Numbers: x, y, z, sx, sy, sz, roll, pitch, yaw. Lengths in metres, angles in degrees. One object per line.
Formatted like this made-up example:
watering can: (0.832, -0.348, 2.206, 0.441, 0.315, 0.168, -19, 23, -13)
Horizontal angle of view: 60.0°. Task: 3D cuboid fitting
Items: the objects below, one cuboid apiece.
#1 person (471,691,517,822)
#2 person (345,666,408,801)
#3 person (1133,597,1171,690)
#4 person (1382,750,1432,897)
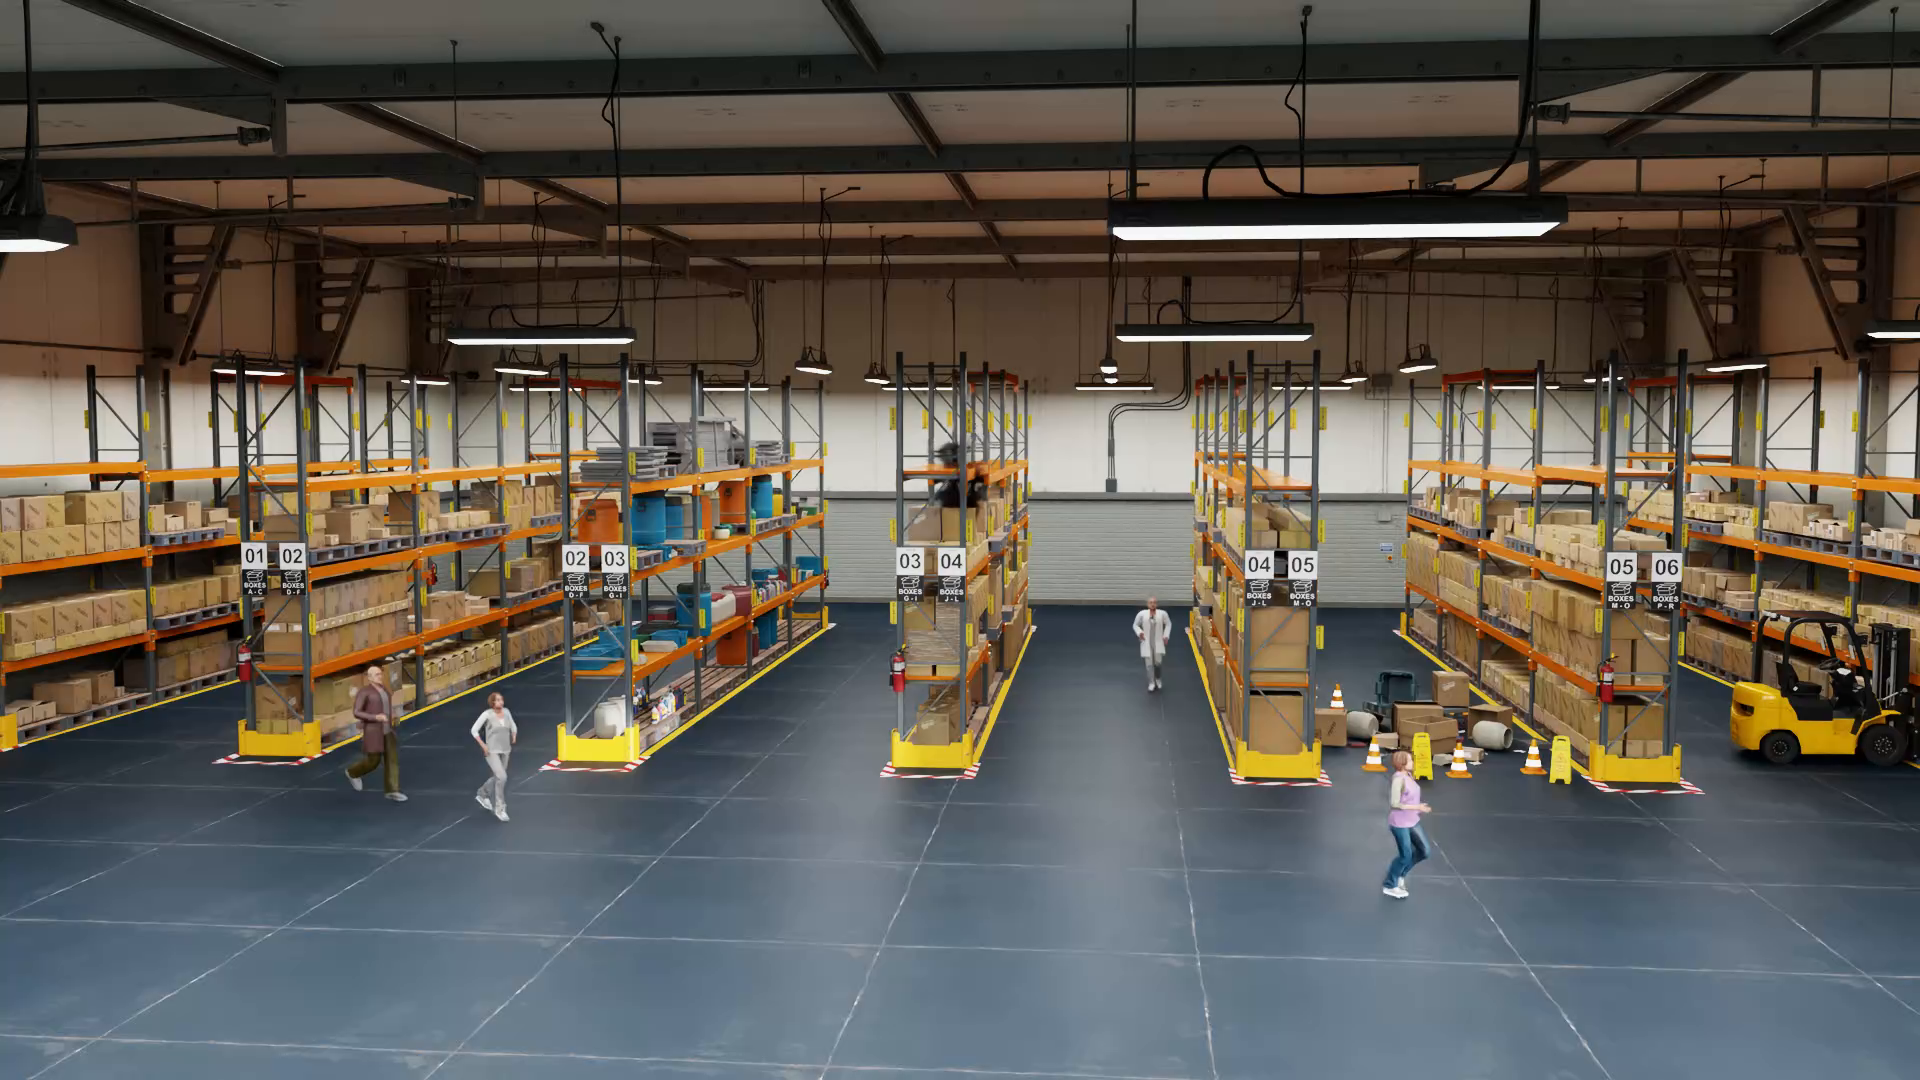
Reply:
person: (-5.887, 2.728, 21.046, 0.696, 1.618, 0.569, 3, 5, 38)
person: (-7.707, 2.546, 21.981, 1.008, 1.762, 0.709, 2, 5, 26)
person: (3.569, 1.933, 30.930, 0.716, 1.744, 0.618, 1, 4, 7)
person: (4.700, 2.980, 17.394, 0.555, 1.546, 0.522, 3, 5, 37)
